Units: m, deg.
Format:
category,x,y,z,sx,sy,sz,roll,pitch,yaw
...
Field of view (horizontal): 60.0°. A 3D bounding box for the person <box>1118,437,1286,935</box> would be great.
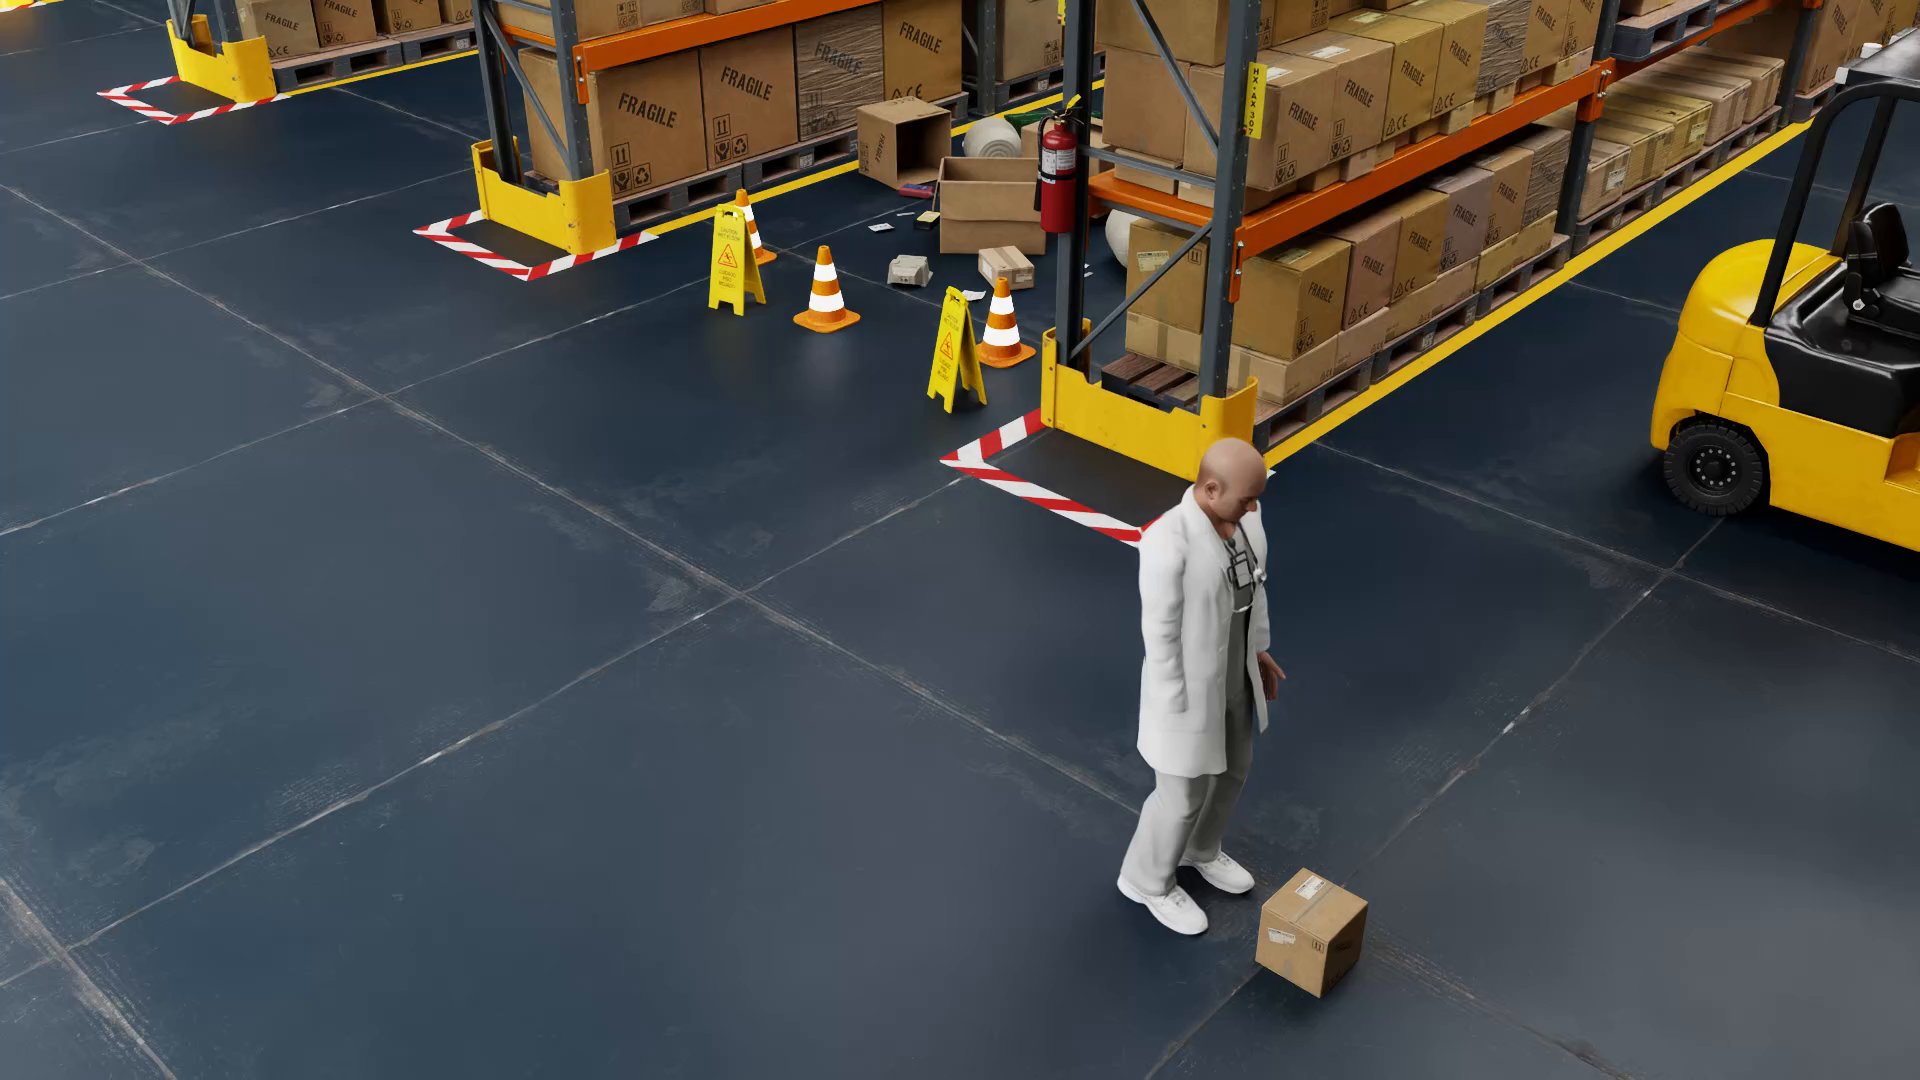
category,x,y,z,sx,sy,sz,roll,pitch,yaw
person,0.808,0.461,5.399,0.378,1.770,0.567,26,39,36
